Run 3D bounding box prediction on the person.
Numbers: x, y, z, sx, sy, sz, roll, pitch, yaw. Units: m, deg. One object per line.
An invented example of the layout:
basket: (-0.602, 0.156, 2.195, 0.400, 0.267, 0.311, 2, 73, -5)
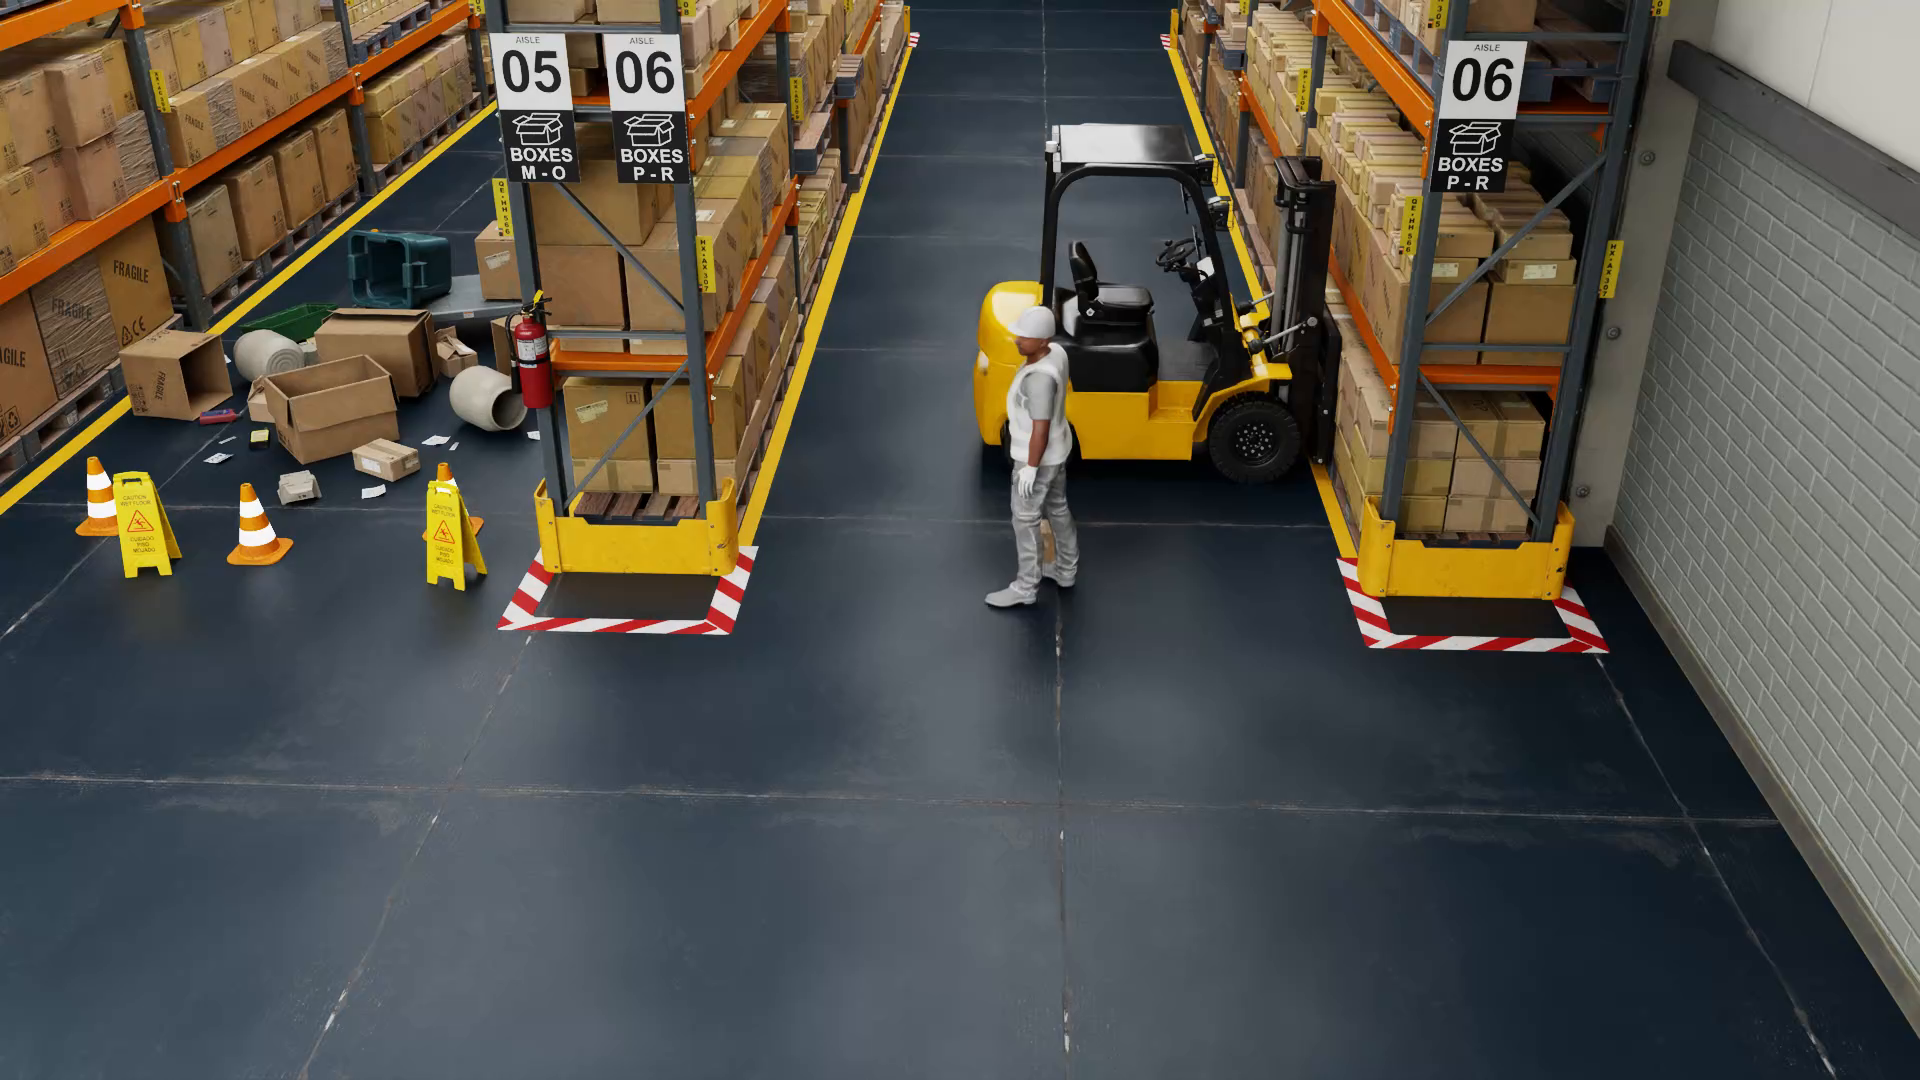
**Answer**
person: (0.438, -0.489, 9.496, 0.483, 1.791, 0.581, 7, 29, 14)
